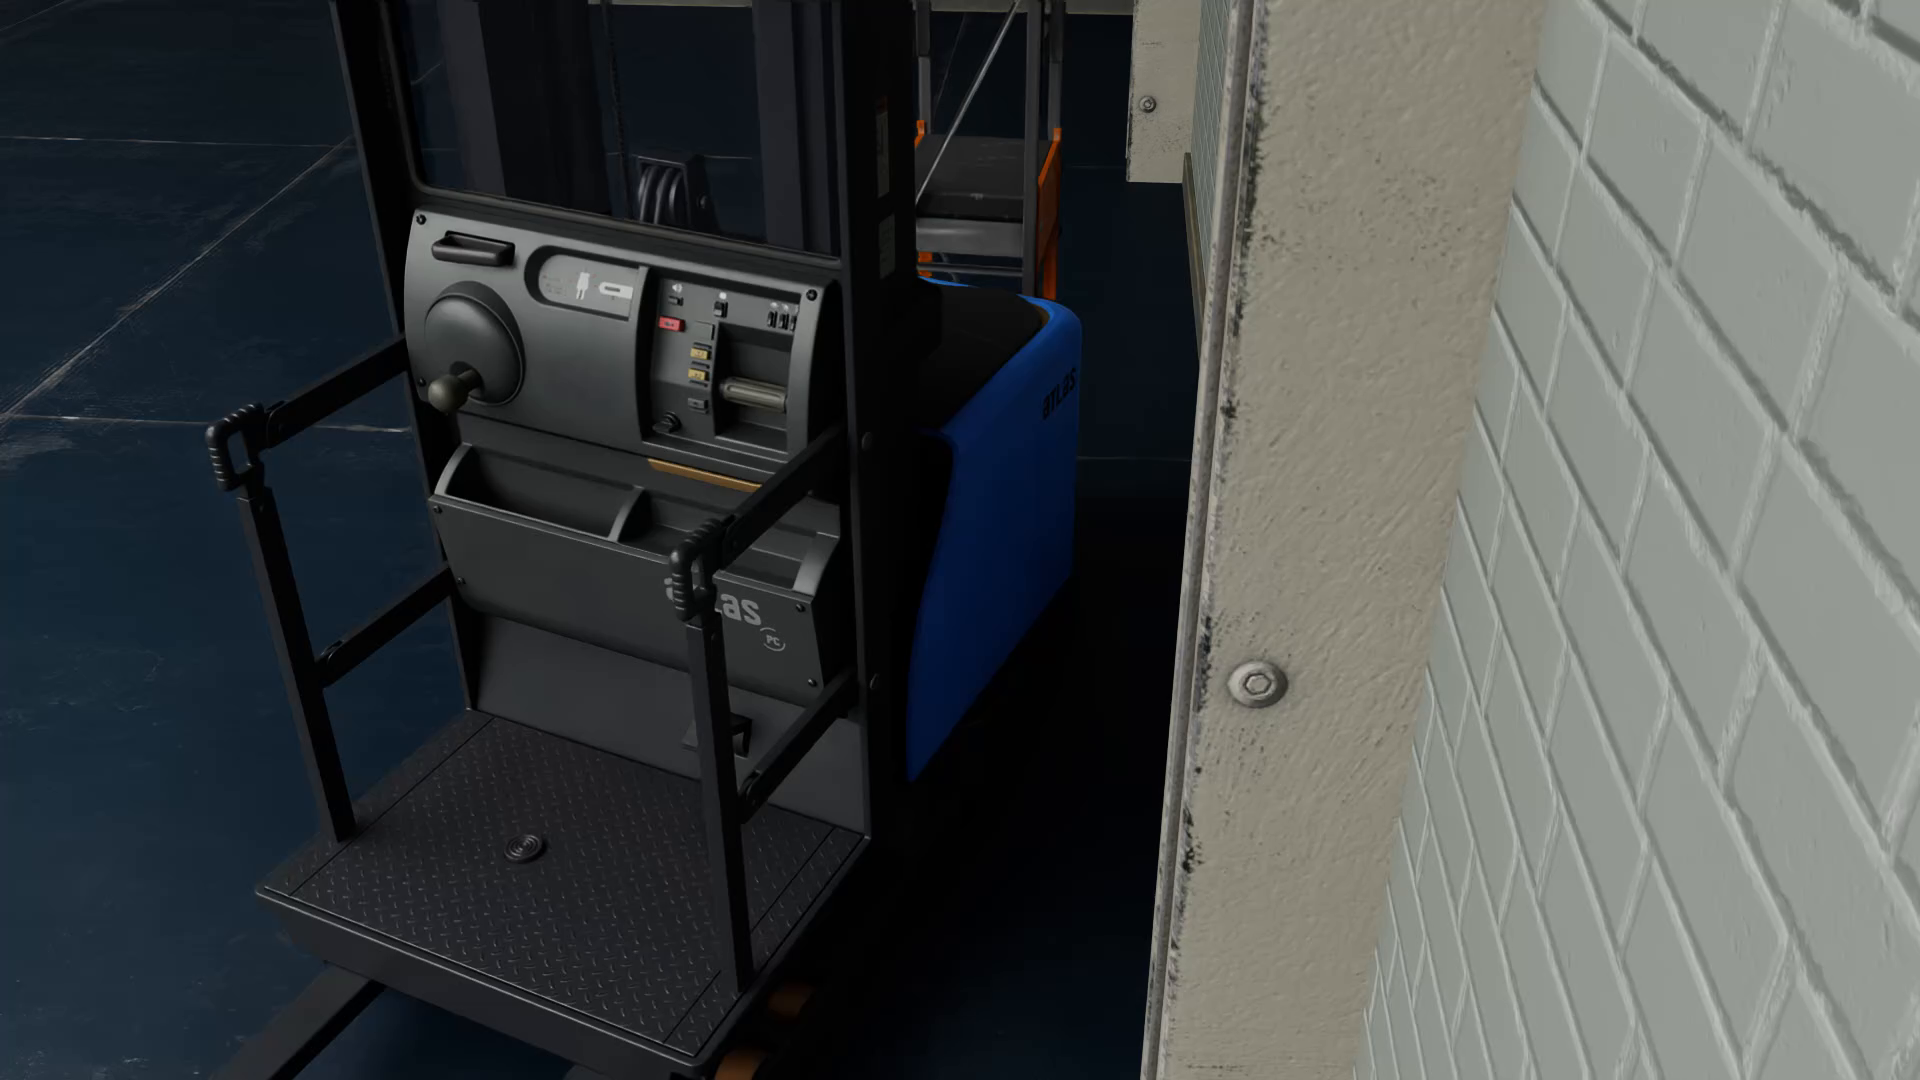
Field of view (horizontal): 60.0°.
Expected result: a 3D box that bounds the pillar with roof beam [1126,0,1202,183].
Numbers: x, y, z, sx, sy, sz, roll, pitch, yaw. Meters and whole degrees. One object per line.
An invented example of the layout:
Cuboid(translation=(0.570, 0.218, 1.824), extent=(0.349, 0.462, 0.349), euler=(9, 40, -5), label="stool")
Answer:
Cuboid(translation=(-3.314, -5.853, 6.170), extent=(9.100, 9.000, 0.400), euler=(2, 32, 4), label="pillar with roof beam")

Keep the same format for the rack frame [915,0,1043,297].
Cuboid(translation=(0.001, -0.714, 4.408), extent=(0.400, 2.100, 0.015), euler=(5, 32, 8), label="rack frame")

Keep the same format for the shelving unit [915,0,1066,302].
Cuboid(translation=(0.043, -0.840, 4.612), extent=(0.431, 2.100, 0.503), euler=(5, 32, 8), label="shelving unit")

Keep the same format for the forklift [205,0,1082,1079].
Cuboid(translation=(-0.761, -0.331, 2.994), extent=(1.130, 2.935, 3.031), euler=(14, 34, 21), label="forklift")

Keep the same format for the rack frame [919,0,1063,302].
Cuboid(translation=(0.084, -0.967, 4.817), extent=(0.400, 2.100, 0.015), euler=(5, 32, 8), label="rack frame")

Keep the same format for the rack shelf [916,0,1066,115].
Cuboid(translation=(0.043, -1.425, 4.252), extent=(0.431, 0.518, 0.480), euler=(5, 32, 8), label="rack shelf")

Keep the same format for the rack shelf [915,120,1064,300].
Cuboid(translation=(0.043, -0.829, 4.620), extent=(0.431, 0.518, 0.480), euler=(5, 32, 8), label="rack shelf")
